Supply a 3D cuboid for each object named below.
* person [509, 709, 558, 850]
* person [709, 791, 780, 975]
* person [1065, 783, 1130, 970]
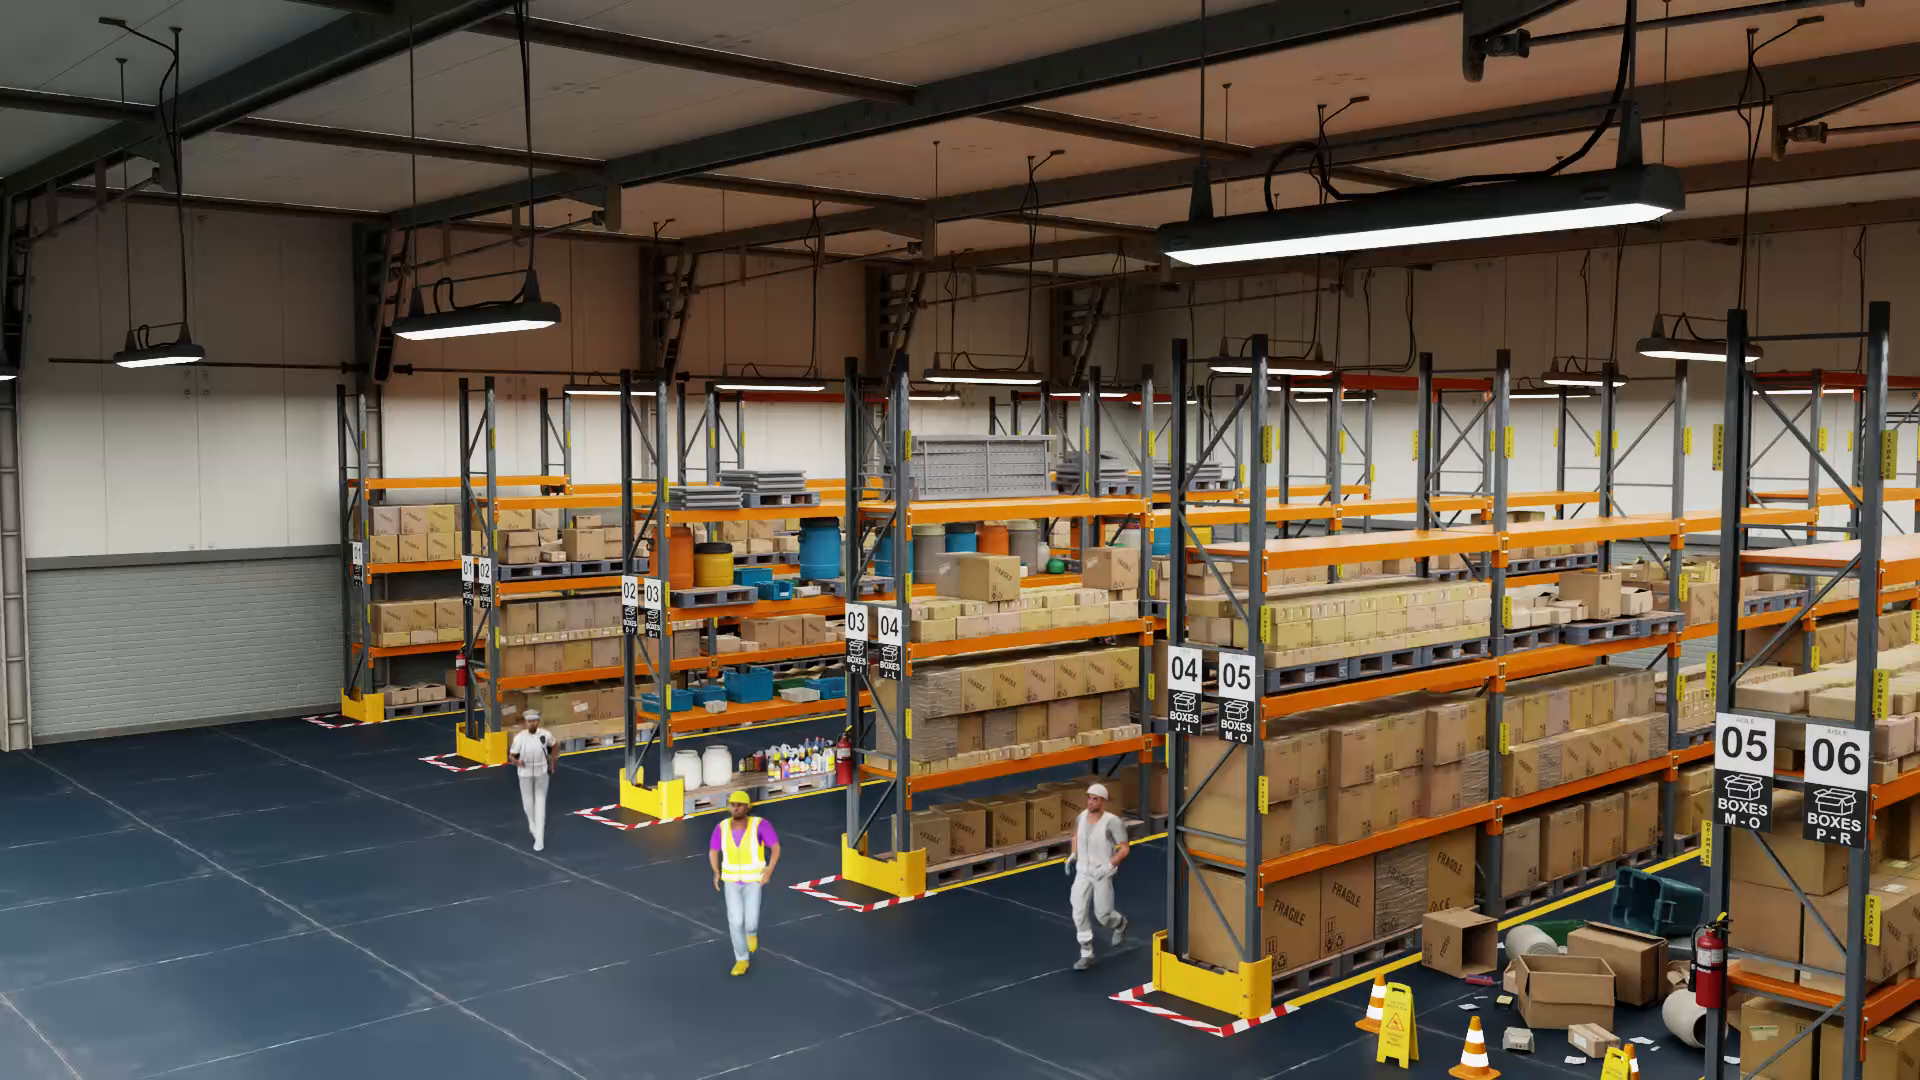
[{"bbox_3d":[-5.313,2.934,20.728,0.594,1.684,0.947,-1,4,-12],"label":"person"},{"bbox_3d":[-2.081,3.257,15.992,0.693,1.732,0.561,0,4,3],"label":"person"},{"bbox_3d":[1.347,3.219,16.118,0.691,1.748,0.804,3,5,36],"label":"person"}]
